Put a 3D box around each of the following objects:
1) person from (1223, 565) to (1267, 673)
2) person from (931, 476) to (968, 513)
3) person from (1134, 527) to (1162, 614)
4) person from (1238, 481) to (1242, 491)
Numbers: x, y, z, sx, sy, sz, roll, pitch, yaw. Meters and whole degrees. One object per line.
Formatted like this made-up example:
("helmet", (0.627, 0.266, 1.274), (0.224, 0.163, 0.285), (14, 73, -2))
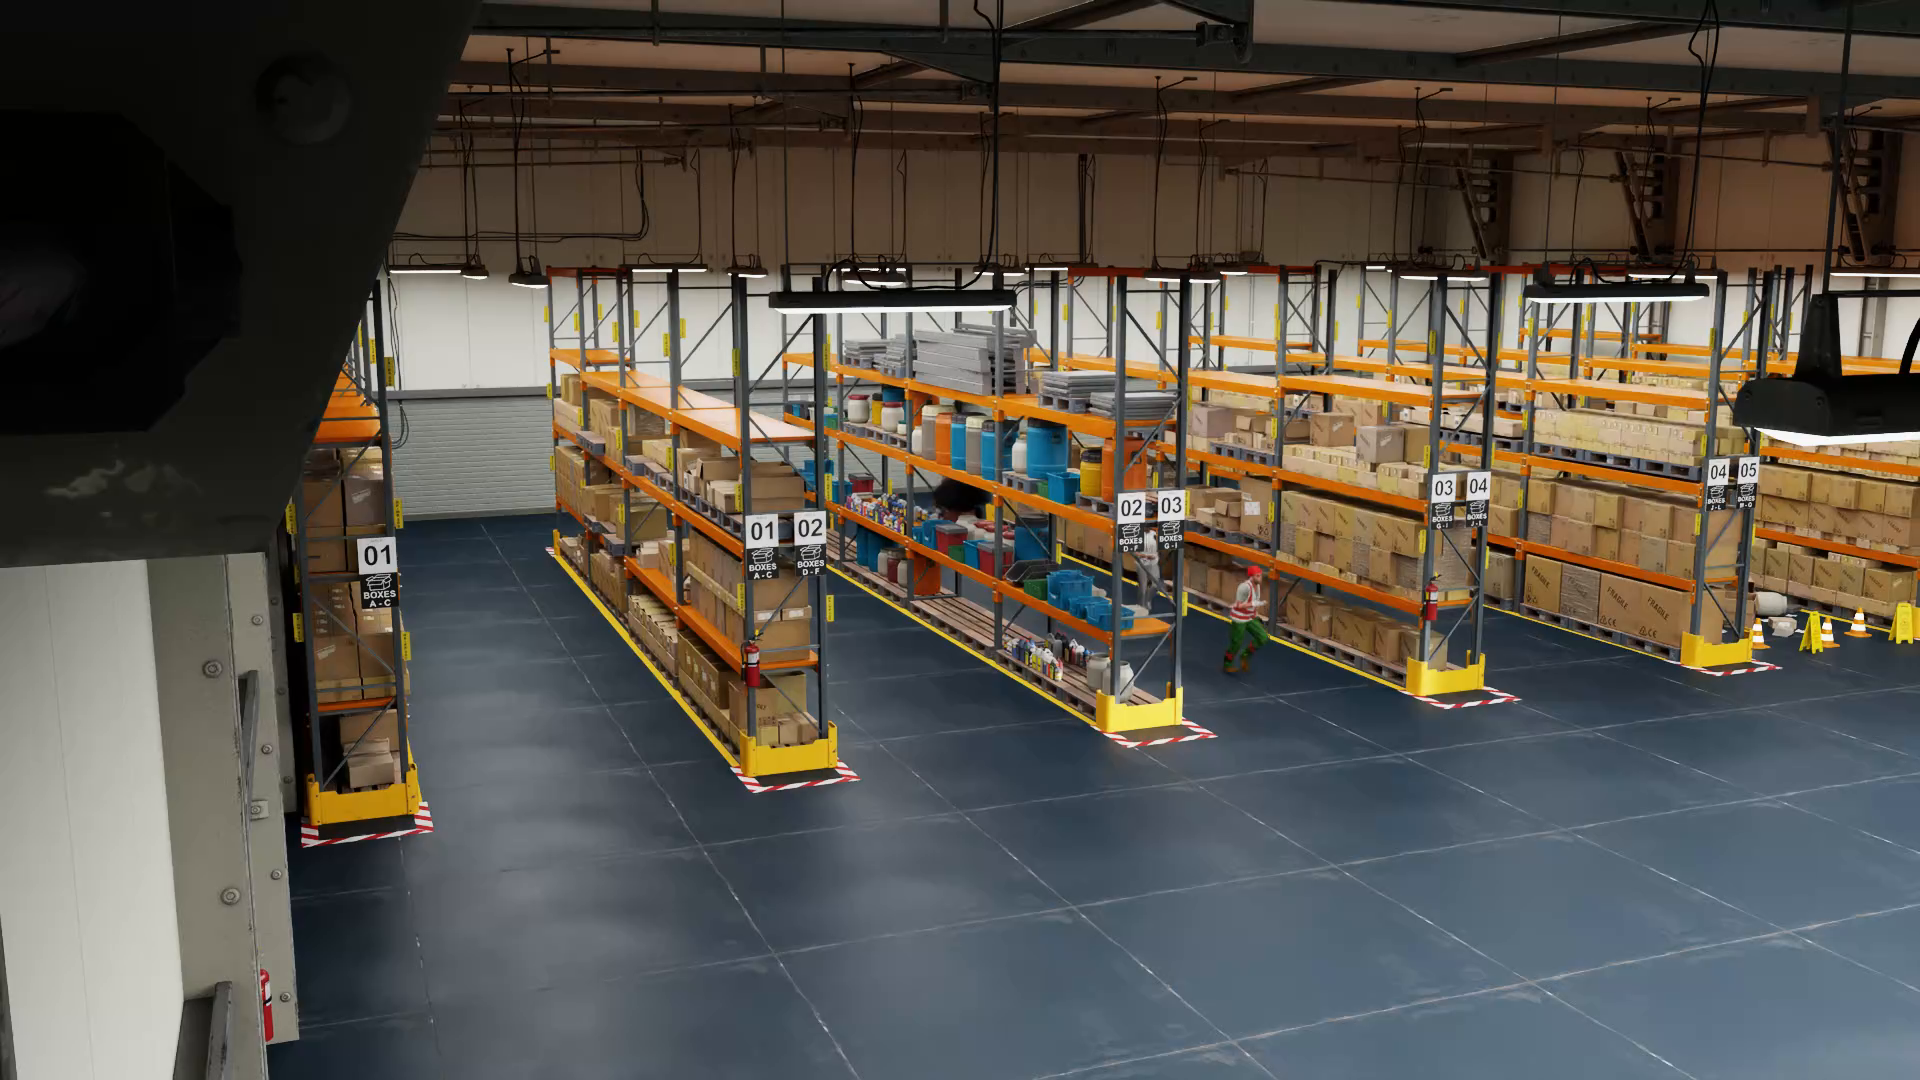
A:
("person", (4.269, 1.189, 24.747), (0.632, 1.699, 0.859), (-8, 13, -38))
("person", (-0.204, -1.491, 40.248), (0.821, 1.777, 0.934), (4, 11, 20))
("person", (3.164, 0.417, 27.783), (0.562, 1.684, 0.562), (-4, 11, -22))
("person", (7.134, -1.623, 40.899), (0.714, 1.844, 0.710), (-9, 13, -42))
